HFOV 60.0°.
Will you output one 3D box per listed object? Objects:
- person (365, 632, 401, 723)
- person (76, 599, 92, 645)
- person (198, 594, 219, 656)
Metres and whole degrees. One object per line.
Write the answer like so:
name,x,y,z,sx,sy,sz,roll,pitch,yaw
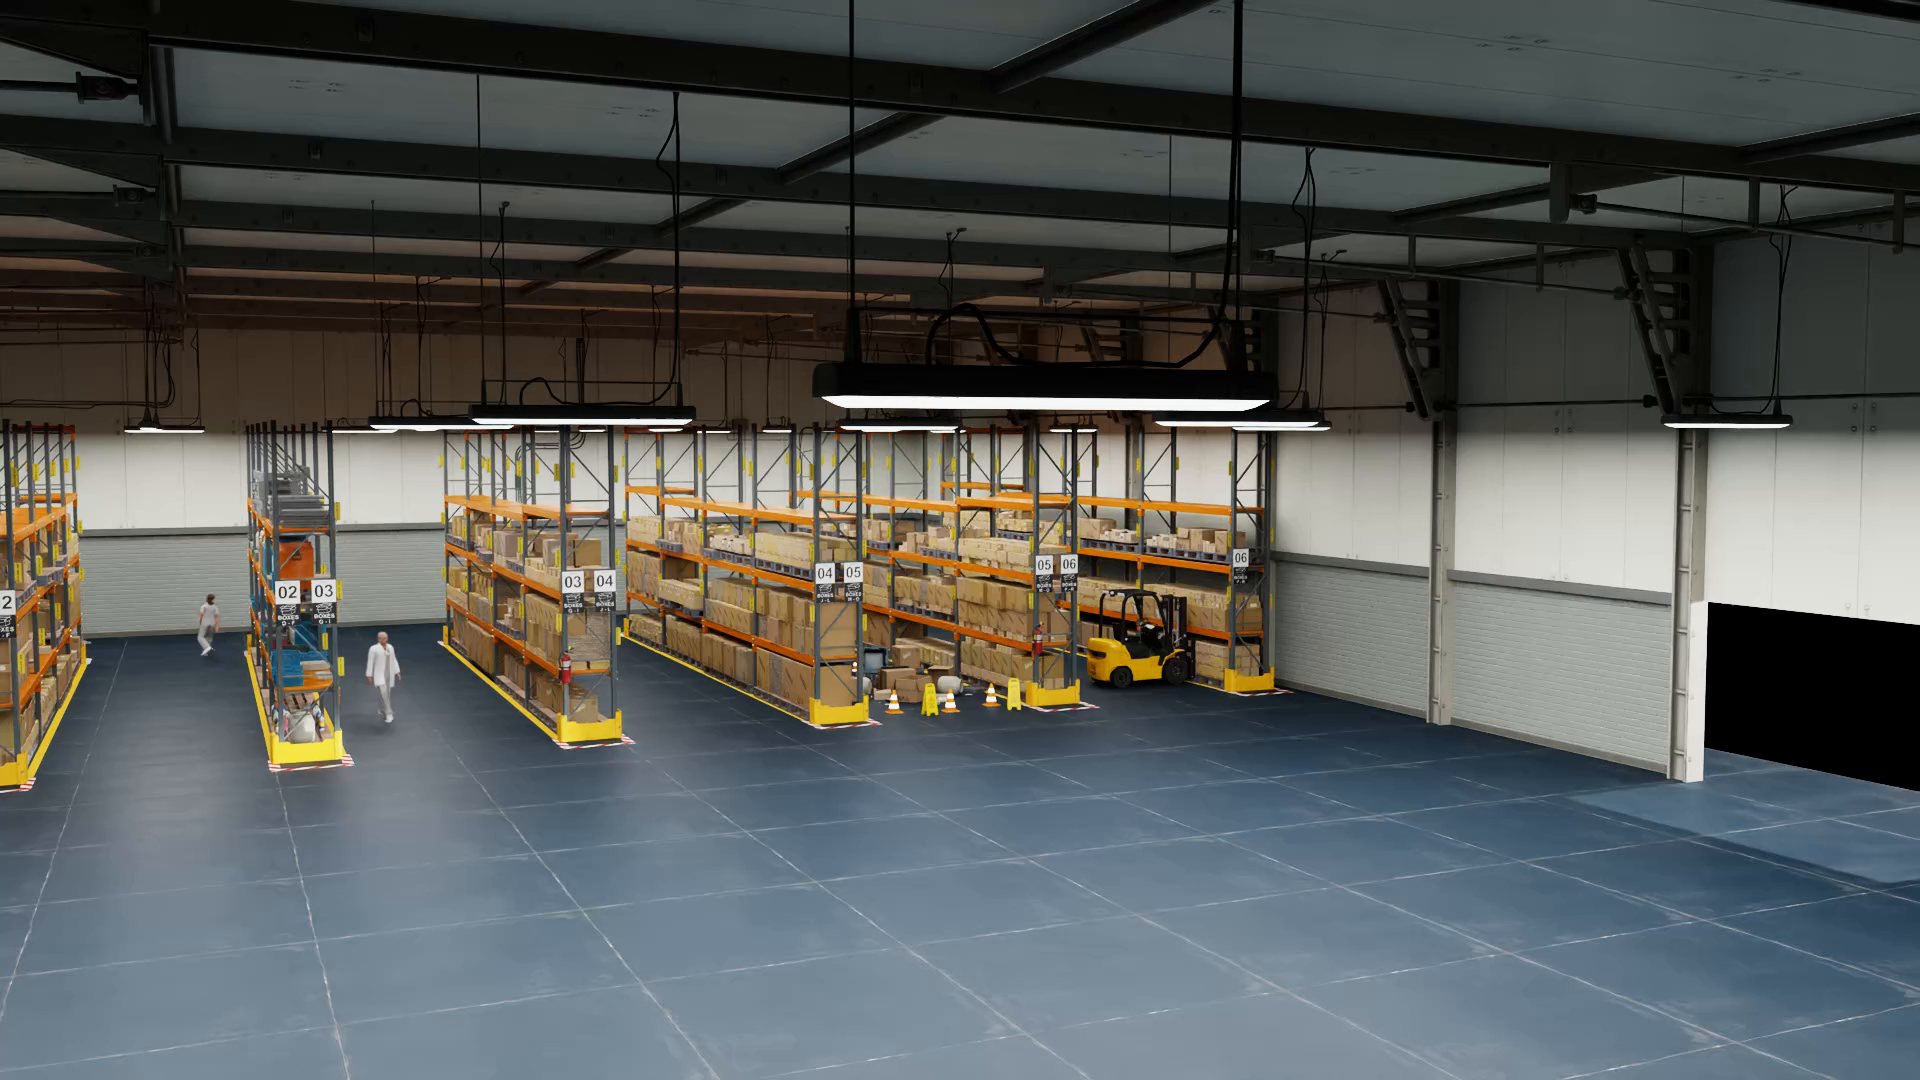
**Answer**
person,-11.612,2.742,33.582,0.962,1.768,0.699,4,5,45
person,-24.296,2.067,45.526,1.073,1.613,0.477,0,4,-5
person,-19.457,2.213,43.057,0.510,1.638,0.718,-3,4,-36
